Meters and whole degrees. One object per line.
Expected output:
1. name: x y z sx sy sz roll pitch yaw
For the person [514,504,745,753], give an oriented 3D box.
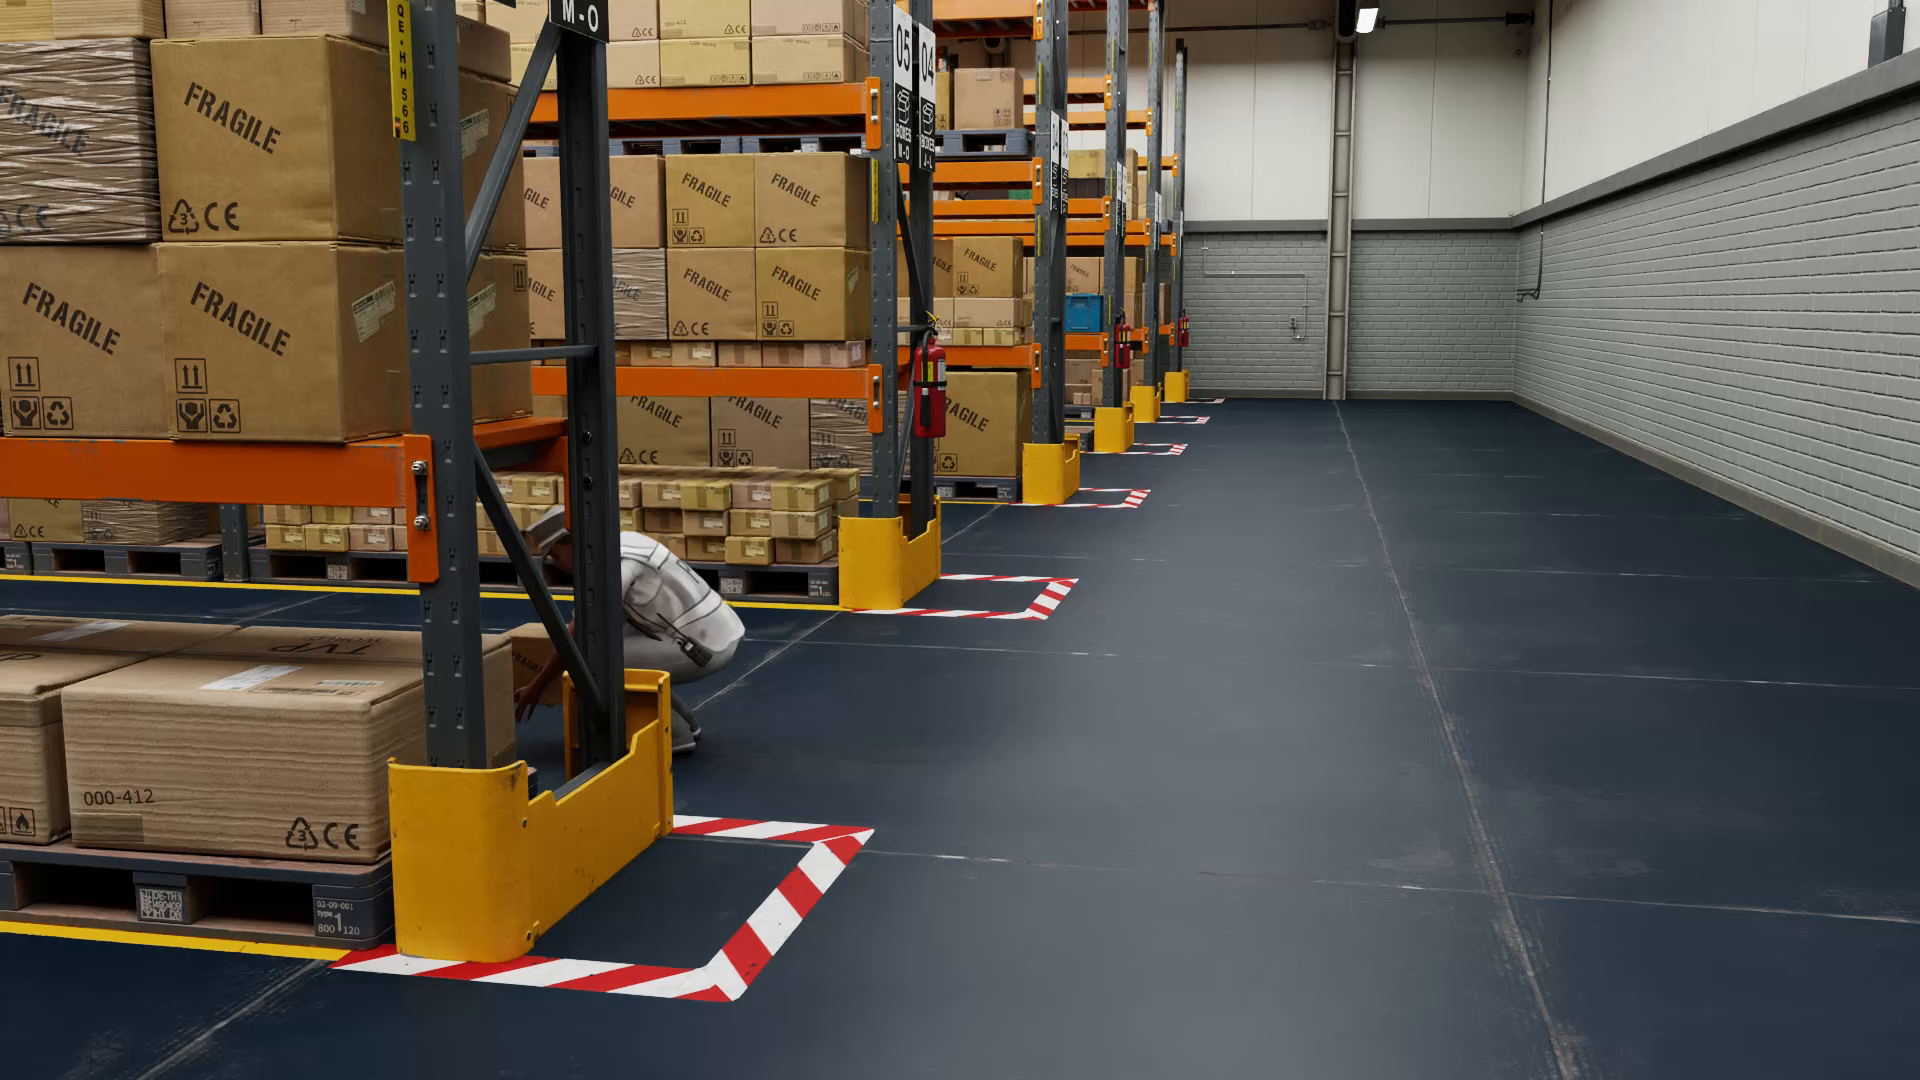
1. person: -1.233 0.328 6.191 0.856 0.927 0.501 -1 8 -4
